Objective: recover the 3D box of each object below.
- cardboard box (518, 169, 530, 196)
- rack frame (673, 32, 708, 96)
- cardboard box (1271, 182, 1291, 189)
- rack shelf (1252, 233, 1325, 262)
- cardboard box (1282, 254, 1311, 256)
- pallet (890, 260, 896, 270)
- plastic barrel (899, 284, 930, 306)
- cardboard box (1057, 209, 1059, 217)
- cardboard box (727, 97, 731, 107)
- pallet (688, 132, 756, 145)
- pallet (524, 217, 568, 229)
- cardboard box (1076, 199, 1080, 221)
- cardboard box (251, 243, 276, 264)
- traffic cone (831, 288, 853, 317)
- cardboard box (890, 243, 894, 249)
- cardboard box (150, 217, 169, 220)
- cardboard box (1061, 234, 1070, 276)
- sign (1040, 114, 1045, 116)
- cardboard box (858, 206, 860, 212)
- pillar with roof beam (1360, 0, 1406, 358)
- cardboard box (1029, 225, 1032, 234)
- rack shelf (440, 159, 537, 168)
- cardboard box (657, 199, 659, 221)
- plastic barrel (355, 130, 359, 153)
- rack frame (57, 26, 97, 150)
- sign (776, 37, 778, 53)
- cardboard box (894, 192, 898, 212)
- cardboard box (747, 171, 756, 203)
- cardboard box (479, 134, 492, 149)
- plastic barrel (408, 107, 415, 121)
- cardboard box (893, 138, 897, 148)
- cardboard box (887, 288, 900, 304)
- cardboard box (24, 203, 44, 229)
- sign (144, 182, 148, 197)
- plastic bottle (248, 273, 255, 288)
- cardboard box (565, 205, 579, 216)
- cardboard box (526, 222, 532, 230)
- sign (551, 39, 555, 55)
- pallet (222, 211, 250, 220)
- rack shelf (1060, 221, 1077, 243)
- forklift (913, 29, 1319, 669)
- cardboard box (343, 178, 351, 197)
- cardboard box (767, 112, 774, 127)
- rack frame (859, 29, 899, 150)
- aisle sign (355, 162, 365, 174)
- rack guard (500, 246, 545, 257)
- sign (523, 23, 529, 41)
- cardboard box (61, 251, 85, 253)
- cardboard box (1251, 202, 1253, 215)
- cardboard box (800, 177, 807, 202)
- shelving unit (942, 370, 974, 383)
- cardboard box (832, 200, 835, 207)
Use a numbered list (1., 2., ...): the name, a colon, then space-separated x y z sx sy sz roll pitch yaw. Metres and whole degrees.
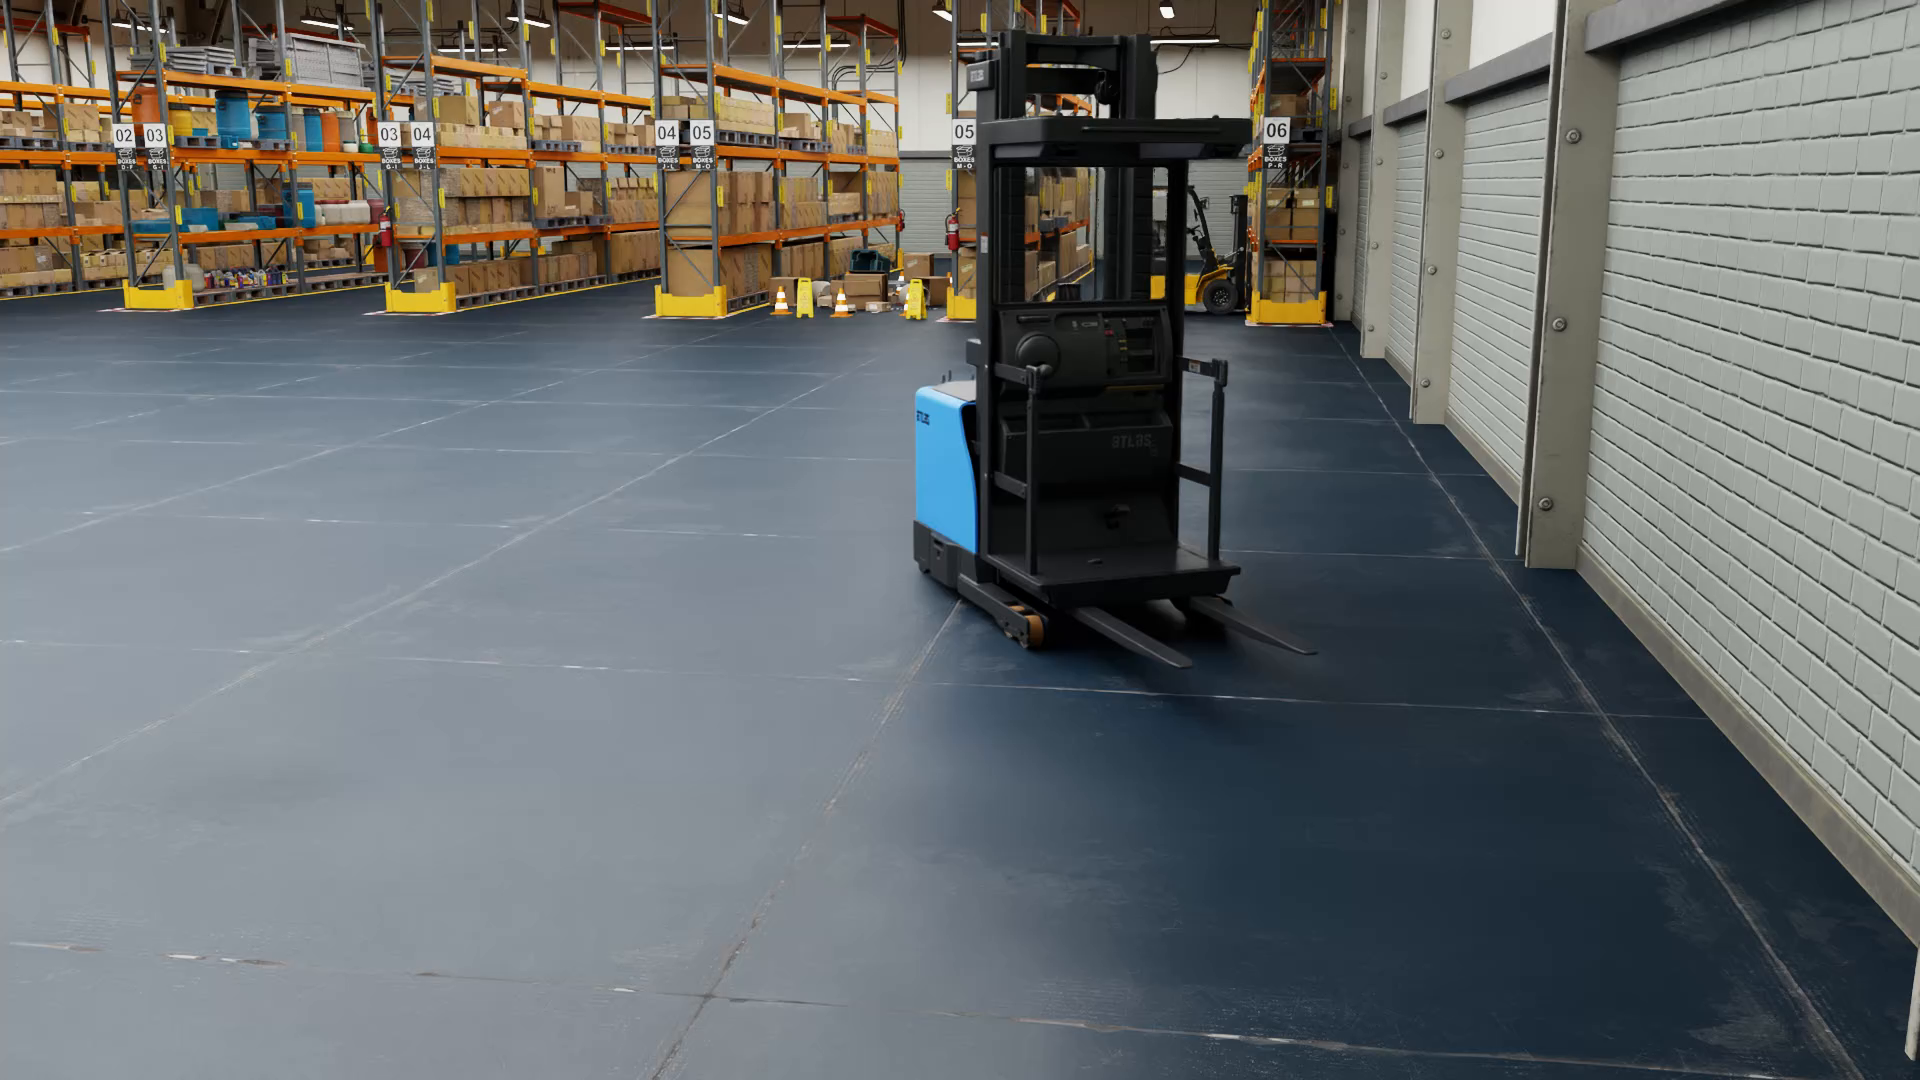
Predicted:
1. cardboard box: -8.606 -6.867 31.919 0.500 0.500 0.500 2 12 9
2. rack frame: -6.963 -11.717 43.501 1.000 3.000 0.127 2 12 9
3. cardboard box: 7.611 -8.210 39.341 0.500 0.500 0.500 2 12 7
4. rack shelf: 5.581 -5.037 28.454 1.077 0.370 4.000 2 12 9
5. cardboard box: 5.850 -4.835 28.967 0.500 0.250 0.500 2 12 9
6. pallet: -2.249 -7.056 42.731 1.003 0.211 1.213 2 12 9
7. plastic barrel: -0.810 -4.352 29.683 0.421 0.421 0.512 -10 16 -40
8. cardboard box: 1.817 -6.692 34.026 0.380 0.149 0.250 2 12 8
9. cardboard box: -4.094 -7.424 28.171 0.380 0.149 0.250 2 12 8
10. pallet: -4.249 -7.104 29.429 1.003 0.211 1.213 2 12 9
11. pallet: -8.547 -6.347 33.279 1.003 0.211 1.213 2 12 9
12. cardboard box: 2.545 -7.769 39.183 0.500 0.500 0.500 2 12 11
13. cardboard box: -17.243 -7.052 40.984 0.500 0.500 0.500 2 12 9
14. traffic cone: -1.989 -3.989 27.904 0.336 0.463 0.334 2 12 9
15. cardboard box: -1.908 -7.587 42.934 0.380 0.149 0.250 2 12 9
16. cardboard box: -17.846 -7.122 37.015 0.380 0.149 0.250 2 12 9
17. cardboard box: 1.929 -6.291 36.611 0.875 0.875 0.875 2 12 9
18. sign: 1.521 -7.668 30.608 0.100 0.325 0.005 2 12 9
19. cardboard box: -2.558 -7.763 38.995 0.380 0.149 0.250 2 12 7
20. pillar with roof beam: 1.095 -6.911 21.203 9.100 9.000 0.400 2 12 9
21. cardboard box: 1.082 -5.554 29.741 0.380 0.149 0.250 2 12 8
22. rack shelf: -12.164 -9.643 42.706 1.077 0.370 4.000 2 12 9
23. cardboard box: -7.380 -7.894 39.766 0.500 0.500 0.500 2 12 9
24. plastic barrel: -13.438 -8.746 36.569 0.421 0.512 0.421 0 12 0
25. rack frame: -22.261 -11.366 41.872 1.000 3.000 0.127 2 12 9
26. sign: -3.845 -10.381 34.896 0.100 0.325 0.005 2 12 9
27. cardboard box: -1.892 -8.695 42.776 0.500 0.500 0.500 2 12 10
28. cardboard box: -4.202 -6.404 30.169 0.875 0.550 0.550 2 12 9
29. cardboard box: -8.866 -7.258 30.285 0.500 0.250 0.500 2 12 10
30. plastic barrel: -12.583 -9.668 38.930 0.600 0.901 0.708 2 12 9
31. cardboard box: -1.897 -10.136 42.454 0.500 0.250 0.500 1 12 7
32. cardboard box: -1.262 -4.529 30.876 0.258 0.266 0.396 -7 14 -30
33. cardboard box: -18.733 -6.454 33.085 0.700 0.500 0.500 2 12 8
34. sign: -18.519 -7.984 37.858 0.100 0.325 0.005 2 12 9
35. plastic bottle: -13.632 -4.997 31.992 0.097 0.271 0.097 0 12 0
36. cardboard box: -8.183 -6.903 34.725 0.396 0.266 0.258 2 12 7
37. cardboard box: -8.551 -6.109 32.317 0.380 0.149 0.250 2 12 9
38. sign: -8.742 -10.603 35.739 0.100 0.325 0.005 2 12 9
39. pallet: -17.686 -7.752 39.798 1.003 0.211 1.213 2 12 9
40. rack shelf: 1.907 -6.862 36.924 1.077 0.370 4.000 2 12 9
41. forklift: 0.716 -1.004 8.197 1.130 2.935 3.031 -4 13 -20
42. cardboard box: -16.624 -9.437 44.551 0.500 0.500 0.500 2 12 10
43. cardboard box: -3.745 -7.786 30.799 0.500 0.250 0.500 2 12 8
44. rack frame: -2.077 -11.535 42.658 1.000 3.000 0.127 2 12 9
45. aisle sign: -16.437 -10.381 45.372 0.394 0.787 0.004 2 12 9
46. rack guard: -11.866 -7.728 45.167 1.175 0.500 0.348 2 12 9
47. sign: -8.275 -9.693 31.704 0.100 0.325 0.005 2 12 9
48. cardboard box: -18.743 -5.945 35.159 0.500 0.311 0.500 2 12 10
49. cardboard box: 6.170 -6.725 33.748 0.500 0.250 0.500 2 12 9
50. cardboard box: -3.540 -7.169 34.030 0.700 0.500 0.500 2 12 8
51. shelving unit: 0.008 -0.524 10.434 0.215 1.050 0.252 2 12 9
52. cardboard box: -2.958 -7.371 36.471 0.380 0.149 0.250 1 12 7
